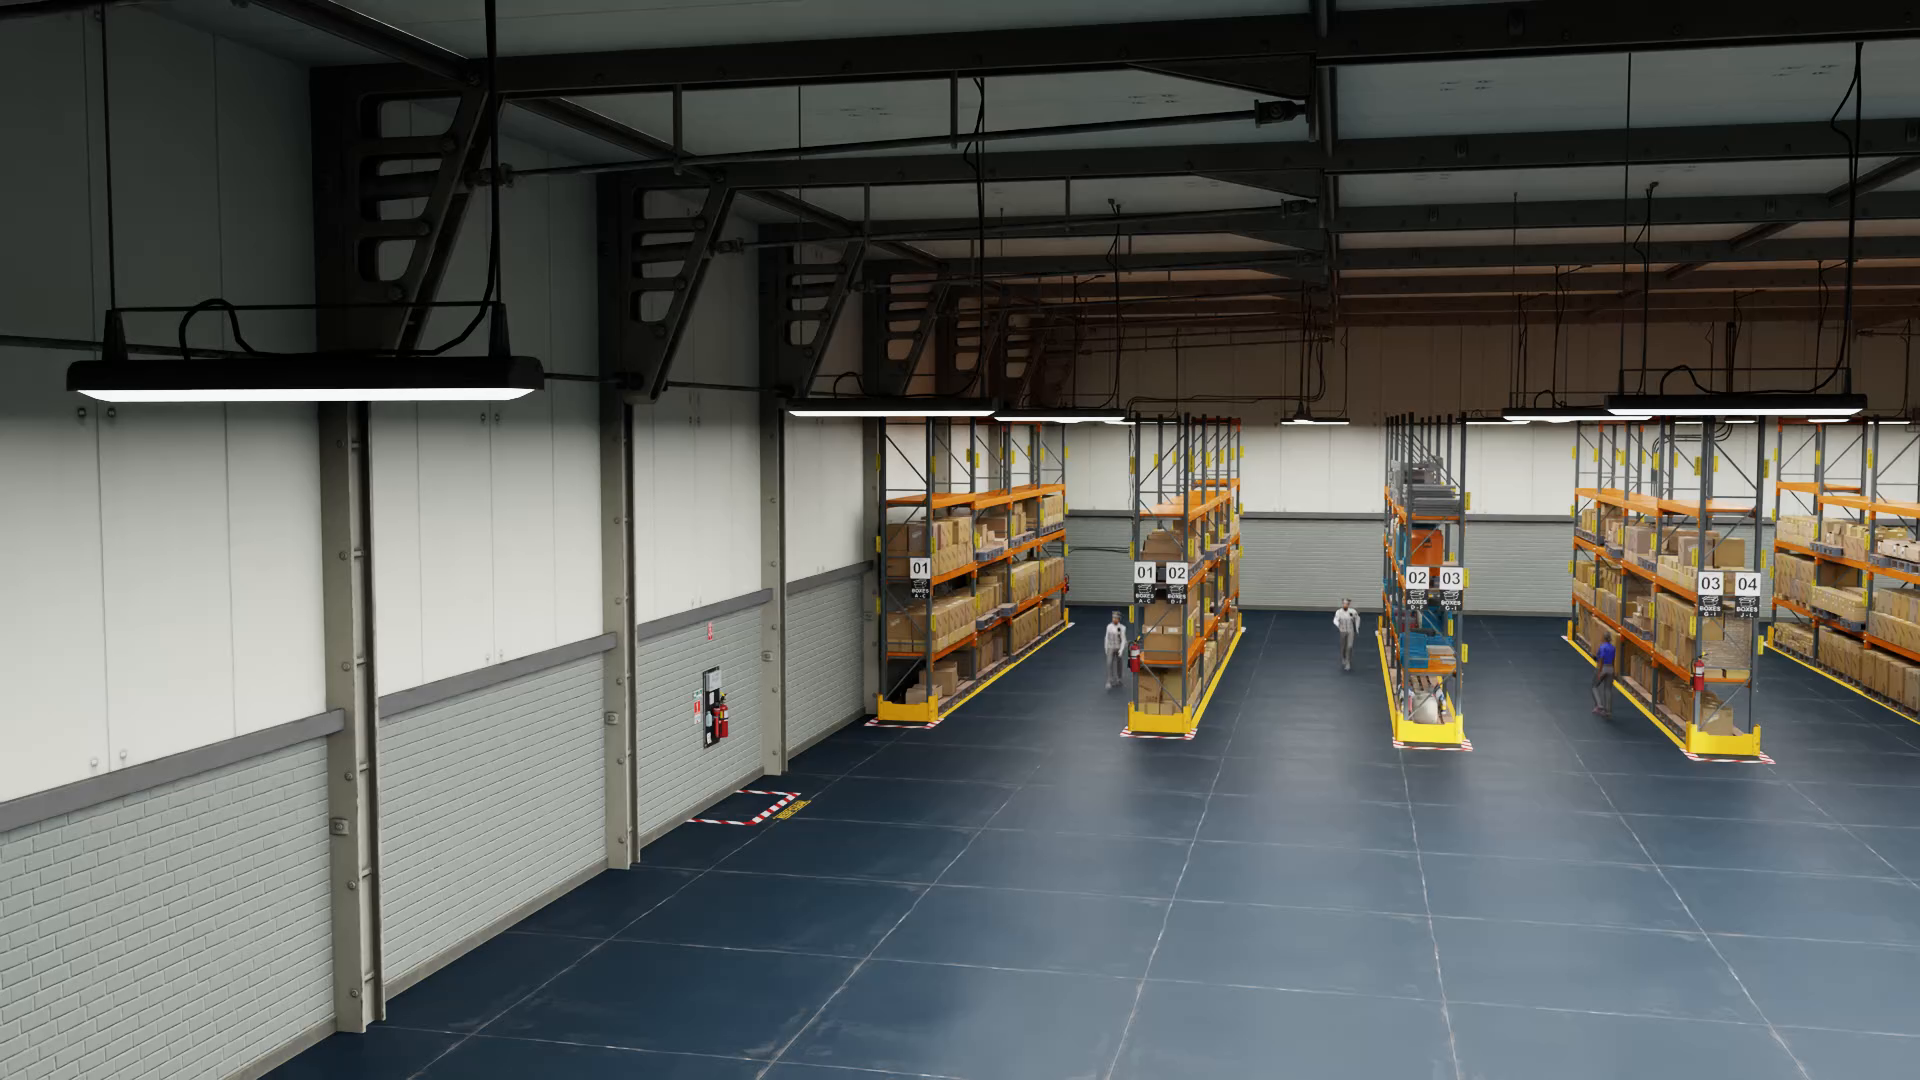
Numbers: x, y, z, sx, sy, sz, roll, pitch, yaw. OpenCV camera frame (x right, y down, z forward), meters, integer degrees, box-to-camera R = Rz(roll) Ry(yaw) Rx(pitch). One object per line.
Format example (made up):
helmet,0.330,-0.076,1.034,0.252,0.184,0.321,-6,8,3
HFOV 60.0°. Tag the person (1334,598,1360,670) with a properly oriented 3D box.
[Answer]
person,9.188,2.213,39.586,0.585,1.704,0.939,1,4,12

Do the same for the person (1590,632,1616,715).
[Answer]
person,12.801,2.646,33.043,0.492,1.646,0.458,0,4,-4

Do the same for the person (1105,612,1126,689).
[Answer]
person,3.425,2.402,36.710,0.476,1.651,0.970,1,4,12
